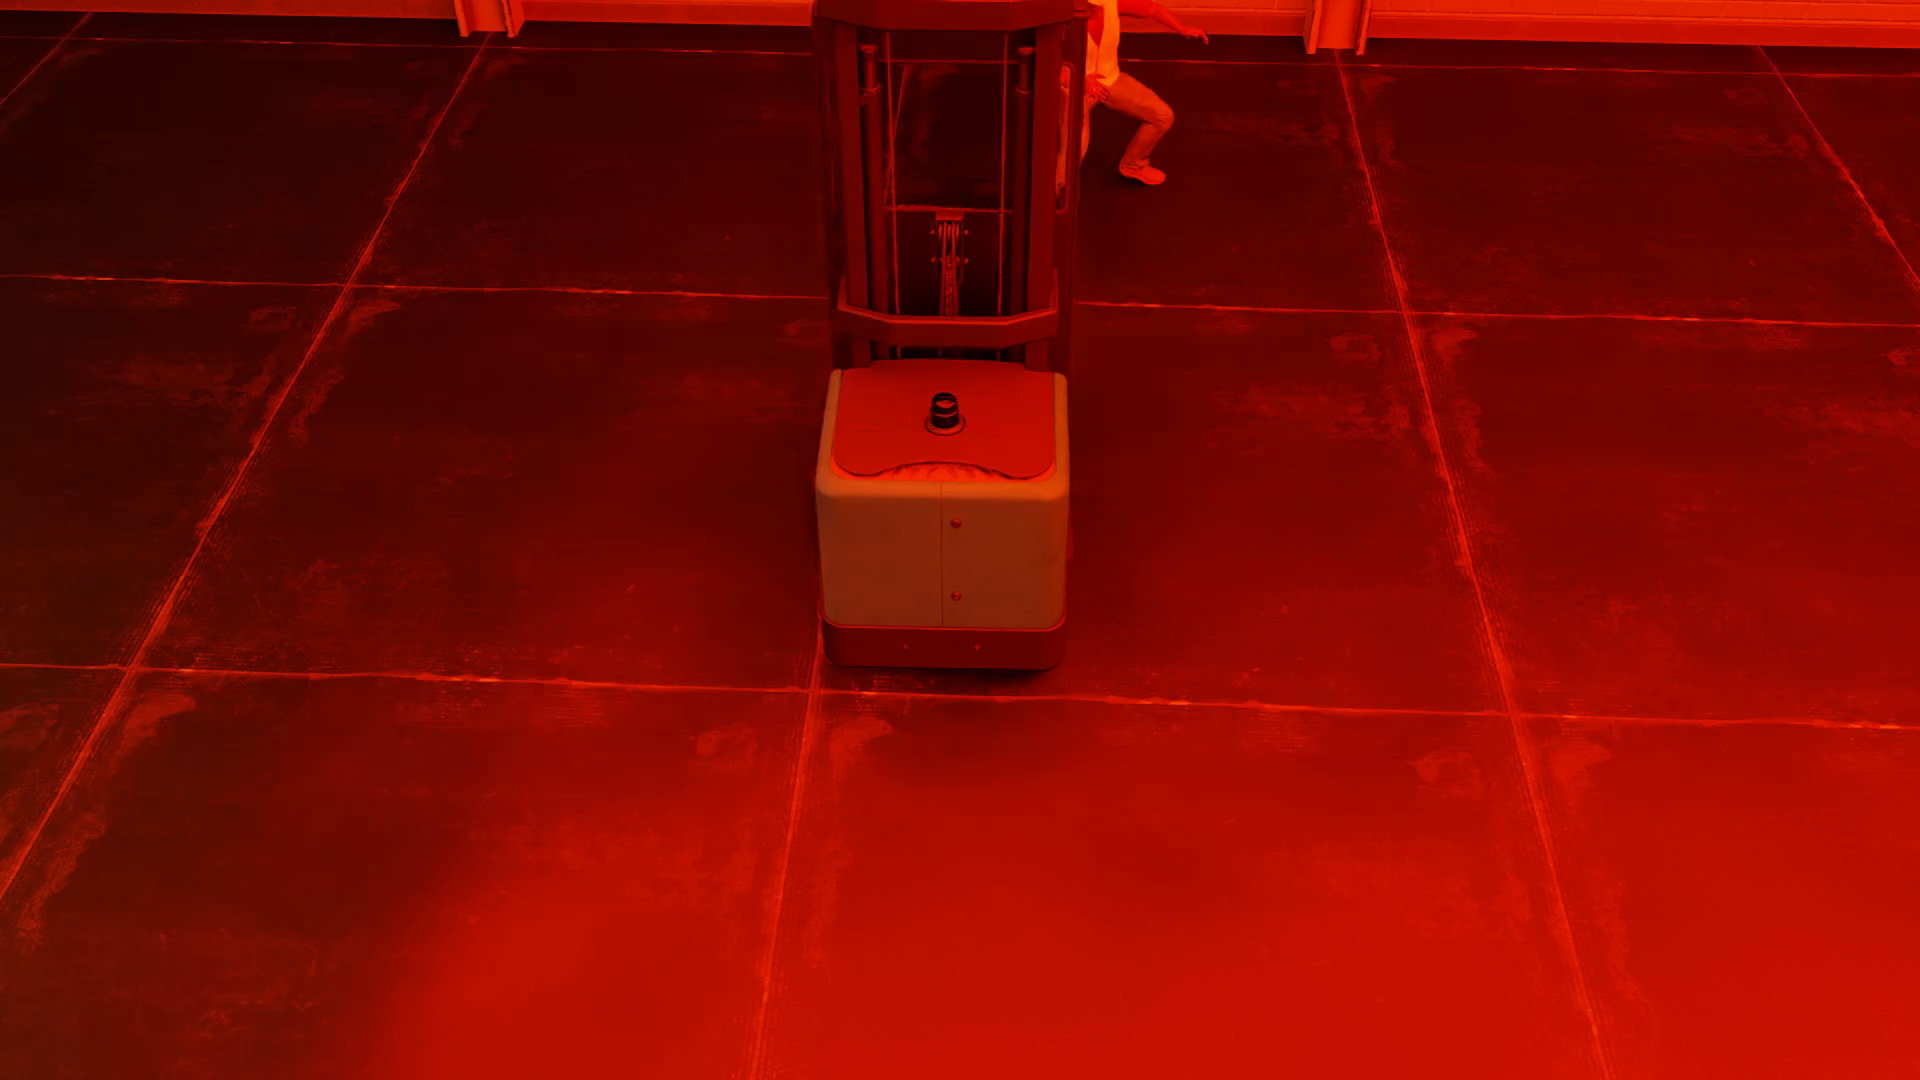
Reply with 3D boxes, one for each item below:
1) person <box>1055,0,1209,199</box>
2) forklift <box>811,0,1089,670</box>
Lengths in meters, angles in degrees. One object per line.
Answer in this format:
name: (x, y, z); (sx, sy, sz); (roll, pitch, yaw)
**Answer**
person: (0.858, -2.617, 9.648); (1.062, 1.535, 0.758); (-19, 46, -20)
forklift: (-0.032, -1.495, 7.380); (1.130, 2.935, 3.031); (1, 42, 1)
